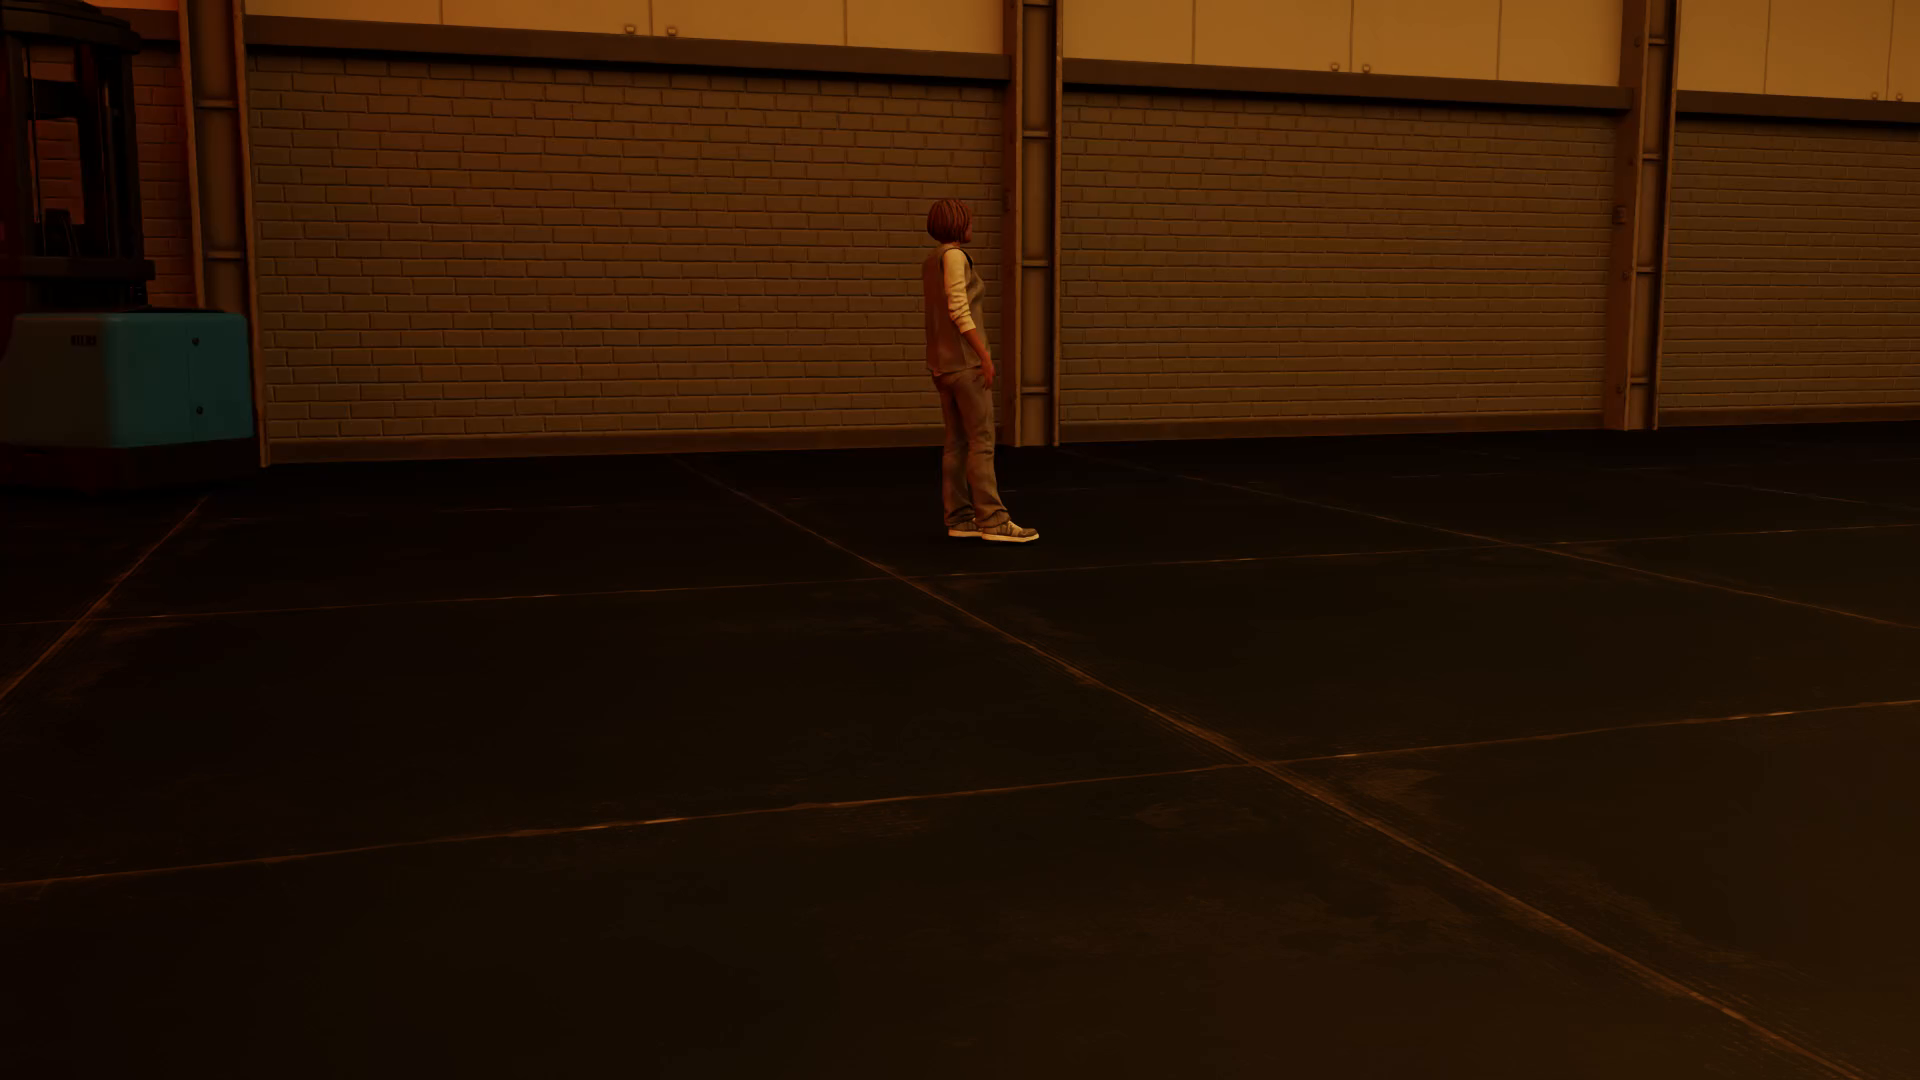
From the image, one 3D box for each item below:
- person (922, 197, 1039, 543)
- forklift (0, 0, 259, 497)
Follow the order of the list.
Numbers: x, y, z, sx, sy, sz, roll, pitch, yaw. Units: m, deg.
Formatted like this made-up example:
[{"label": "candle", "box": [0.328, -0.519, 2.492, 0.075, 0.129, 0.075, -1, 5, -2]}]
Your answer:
[{"label": "person", "box": [0.074, -0.800, 7.825, 0.475, 1.597, 0.520, -3, 8, -18]}, {"label": "forklift", "box": [-5.923, -1.807, 10.337, 3.031, 2.935, 1.130, 3, 8, 24]}]
